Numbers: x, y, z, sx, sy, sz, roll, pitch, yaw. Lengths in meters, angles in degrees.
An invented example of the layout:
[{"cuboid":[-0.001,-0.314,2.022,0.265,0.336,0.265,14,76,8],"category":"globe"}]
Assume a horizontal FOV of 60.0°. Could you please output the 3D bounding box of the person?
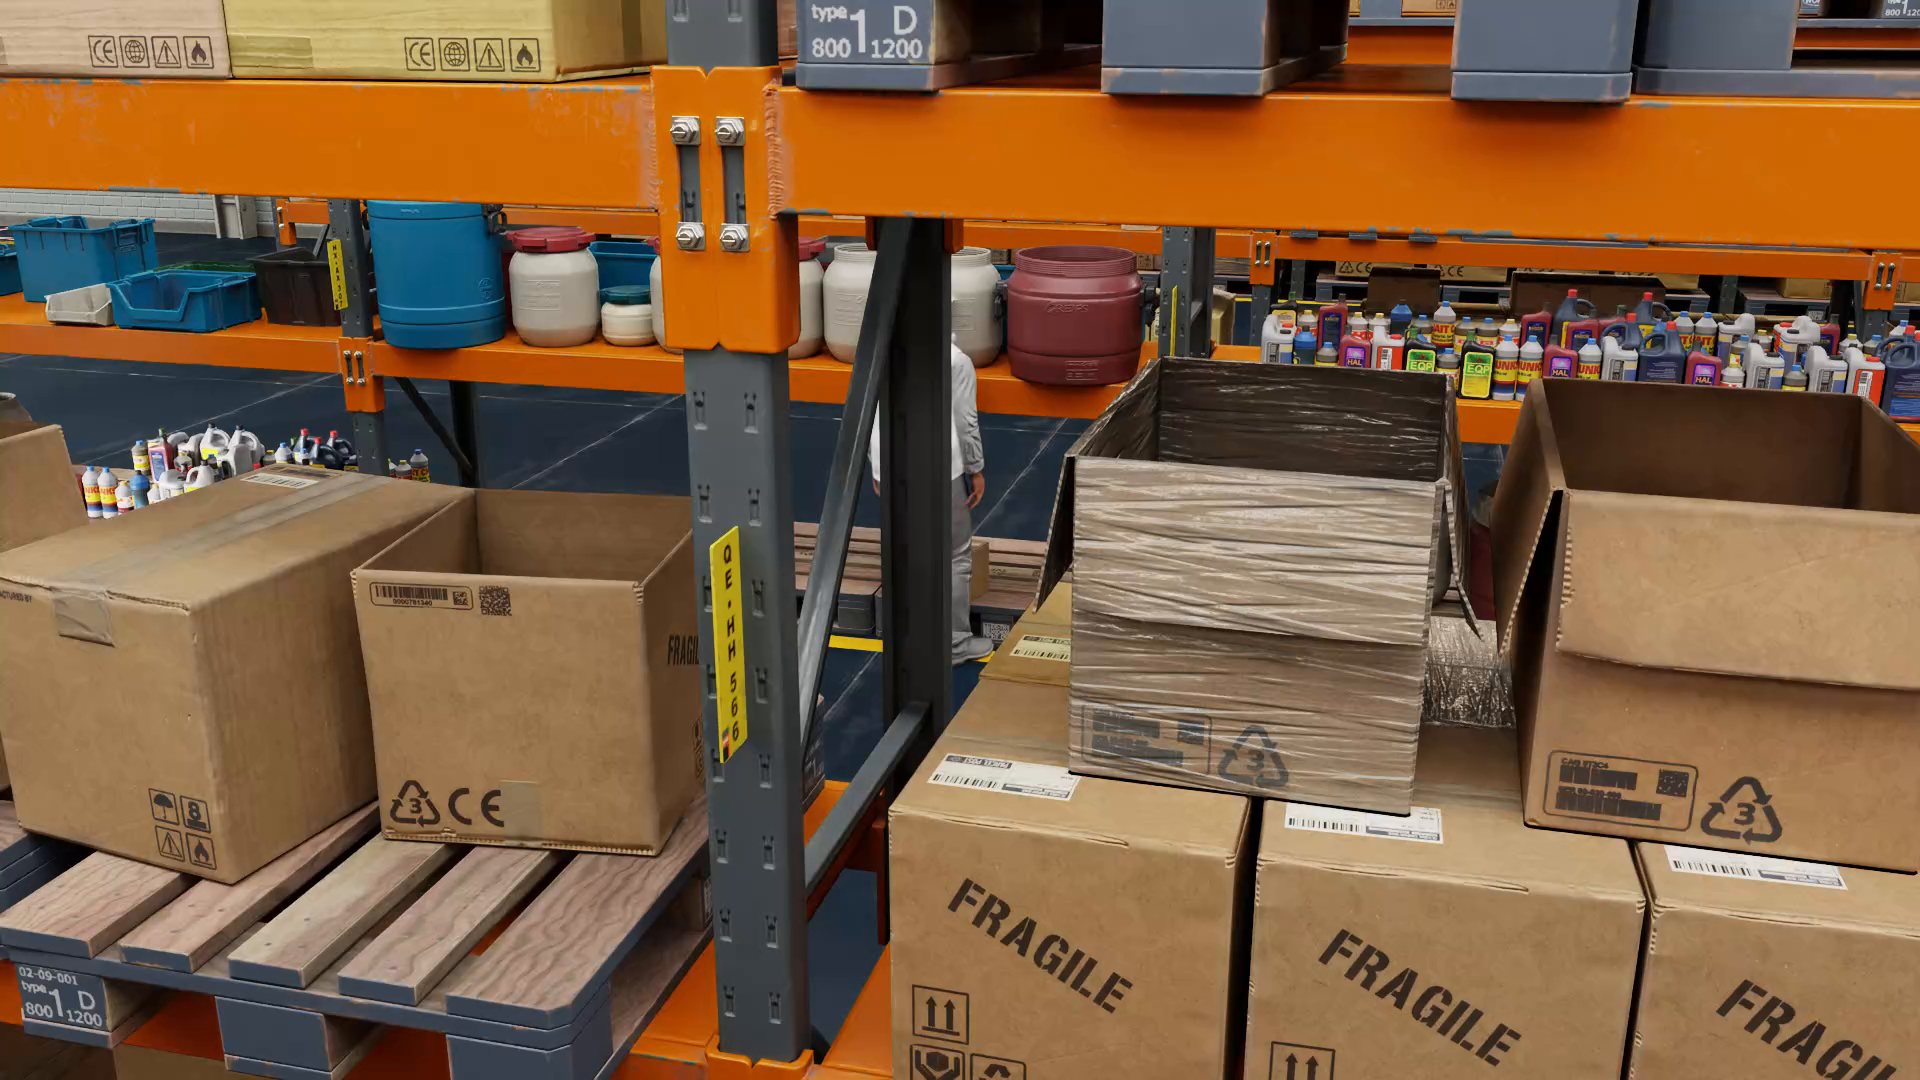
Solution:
[{"cuboid":[-0.159,-0.318,7.487,0.585,1.770,0.463,10,20,27],"category":"person"}]
